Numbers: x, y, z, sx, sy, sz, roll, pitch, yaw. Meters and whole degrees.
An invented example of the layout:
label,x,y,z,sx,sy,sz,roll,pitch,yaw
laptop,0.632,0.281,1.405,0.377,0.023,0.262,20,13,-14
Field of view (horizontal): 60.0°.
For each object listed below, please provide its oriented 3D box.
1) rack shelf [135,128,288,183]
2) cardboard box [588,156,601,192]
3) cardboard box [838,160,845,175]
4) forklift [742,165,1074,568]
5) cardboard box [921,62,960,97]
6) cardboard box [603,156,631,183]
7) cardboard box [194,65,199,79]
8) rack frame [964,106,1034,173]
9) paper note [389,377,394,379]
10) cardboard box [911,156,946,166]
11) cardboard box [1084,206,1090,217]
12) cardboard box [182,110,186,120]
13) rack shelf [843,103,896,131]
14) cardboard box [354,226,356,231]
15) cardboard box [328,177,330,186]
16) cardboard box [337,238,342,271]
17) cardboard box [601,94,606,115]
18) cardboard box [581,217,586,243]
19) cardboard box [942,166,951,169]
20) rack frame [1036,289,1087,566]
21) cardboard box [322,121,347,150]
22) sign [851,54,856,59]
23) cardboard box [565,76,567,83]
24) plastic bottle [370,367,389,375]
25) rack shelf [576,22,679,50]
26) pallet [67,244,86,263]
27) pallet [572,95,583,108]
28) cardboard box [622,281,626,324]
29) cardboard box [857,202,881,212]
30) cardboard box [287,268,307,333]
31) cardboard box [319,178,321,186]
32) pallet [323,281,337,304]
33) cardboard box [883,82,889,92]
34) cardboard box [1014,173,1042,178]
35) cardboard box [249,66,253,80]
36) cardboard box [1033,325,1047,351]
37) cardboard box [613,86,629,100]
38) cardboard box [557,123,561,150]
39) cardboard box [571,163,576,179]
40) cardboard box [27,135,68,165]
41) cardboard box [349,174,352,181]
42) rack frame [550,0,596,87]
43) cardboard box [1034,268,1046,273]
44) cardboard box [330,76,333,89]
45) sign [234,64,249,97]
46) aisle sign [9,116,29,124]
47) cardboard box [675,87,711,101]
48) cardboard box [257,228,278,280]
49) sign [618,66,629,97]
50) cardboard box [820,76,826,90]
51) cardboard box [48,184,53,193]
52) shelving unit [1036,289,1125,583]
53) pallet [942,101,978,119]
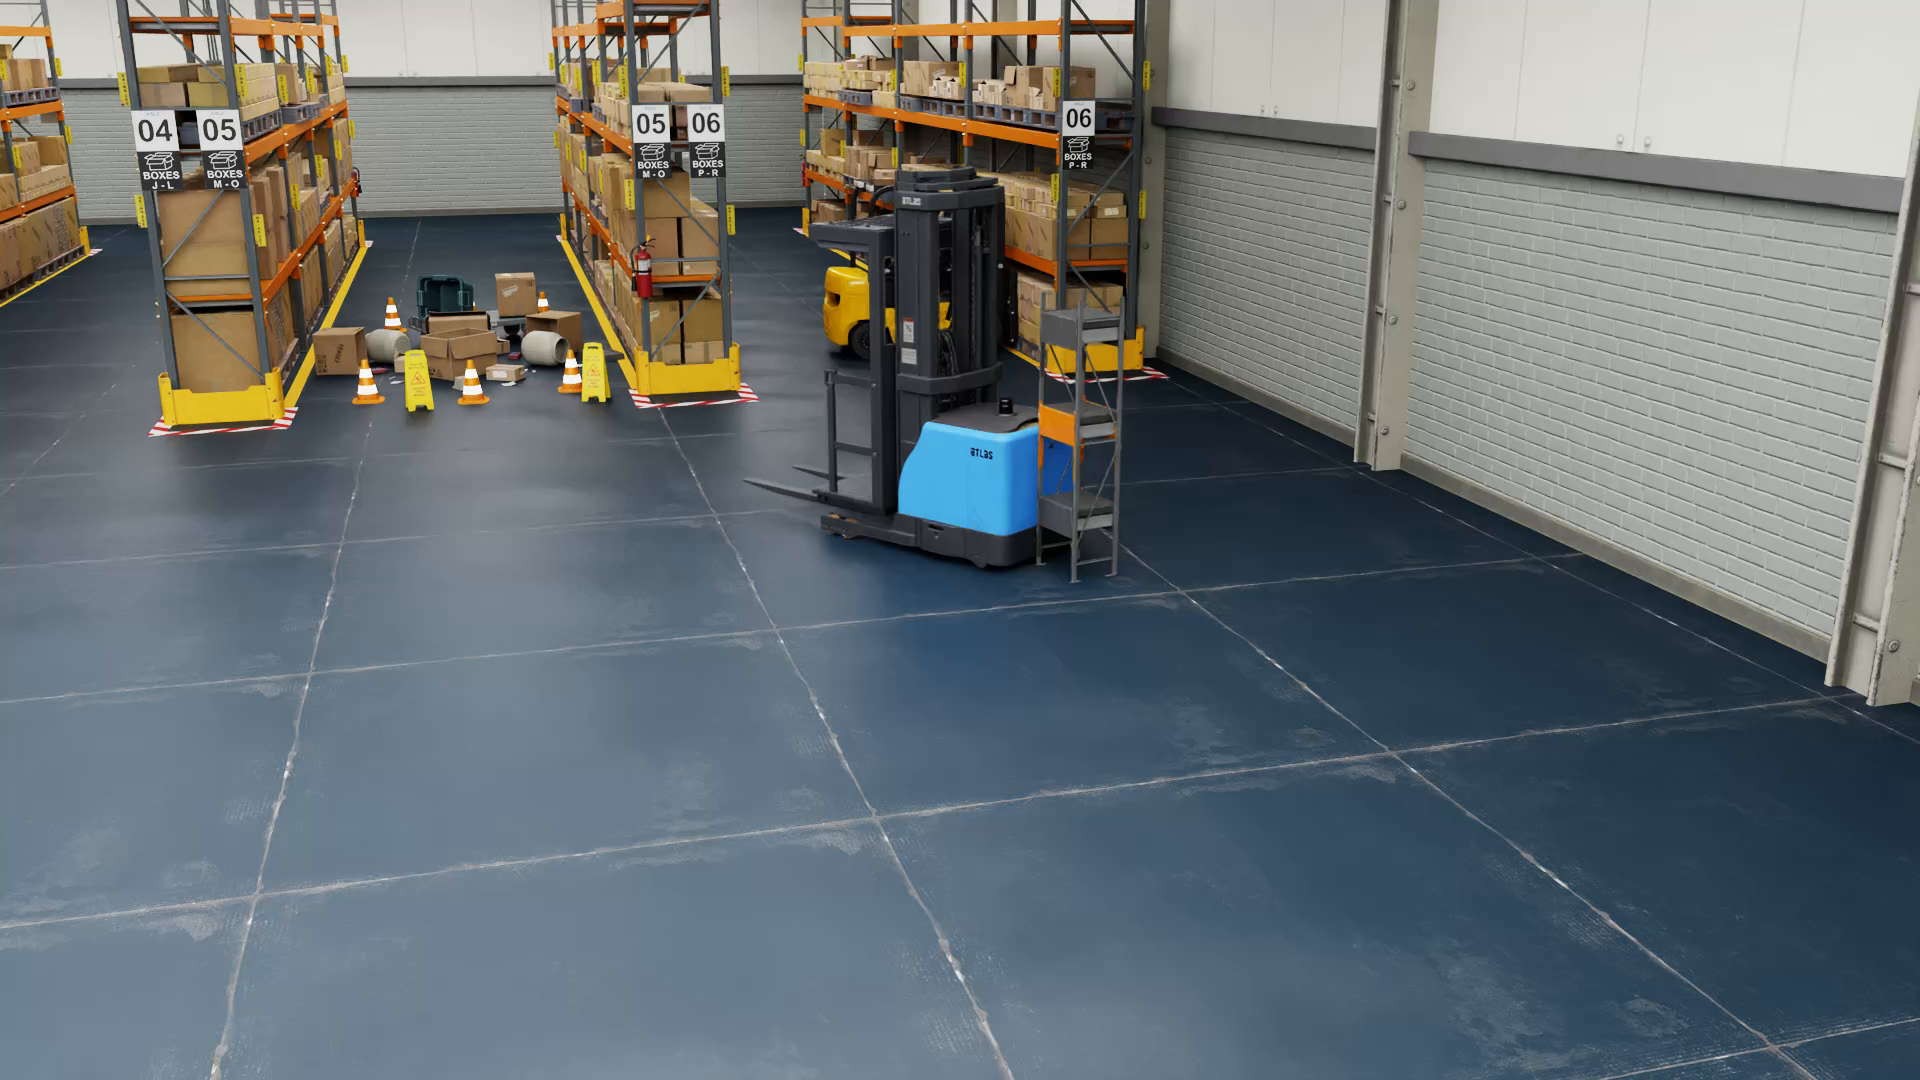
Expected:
label,x,y,z,sx,sy,sz,roll,pitch,yaw
rack shelf,-8.396,-4.381,18.860,1.077,0.370,4.000,-5,17,-15
cardboard box,-5.412,-5.617,25.516,0.500,0.500,0.500,-5,17,-17
cardboard box,-2.016,-7.060,31.485,0.500,0.250,0.500,-4,17,-14
forklift,-0.511,-1.516,13.404,3.031,2.935,1.130,13,21,37
cardboard box,-0.297,-6.994,25.229,0.500,0.500,0.500,-4,17,-14
cardboard box,-4.182,-4.649,21.286,0.700,0.500,0.500,-5,17,-15
cardboard box,-8.754,-5.241,18.619,0.380,0.149,0.250,-5,17,-16
rack frame,0.557,-4.655,23.735,1.000,3.000,0.127,-5,17,-15
paper note,-6.795,-1.941,19.898,0.032,0.001,0.123,4,17,13
cardboard box,-0.533,-6.165,27.859,0.500,0.500,0.500,-4,17,-13
cardboard box,1.684,-4.085,20.535,0.380,0.149,0.250,-5,17,-15
cardboard box,-8.403,-4.507,17.561,0.380,0.149,0.250,-4,17,-14
rack shelf,-1.092,-7.407,28.932,1.077,0.370,4.000,-5,17,-15
cardboard box,-11.824,-6.016,31.975,0.380,0.149,0.250,-5,17,-17
cardboard box,-10.845,-6.042,28.058,0.380,0.149,0.250,-5,17,-17
cardboard box,-10.558,-4.732,27.607,0.500,0.500,0.500,-5,17,-17
cardboard box,-4.356,-5.625,21.495,0.500,0.250,0.500,-5,17,-16
cardboard box,-6.729,-5.878,31.531,0.875,0.438,0.875,-5,17,-17
cardboard box,-0.066,-5.906,26.598,0.380,0.149,0.250,-5,17,-15
rack frame,0.765,-0.835,12.577,0.400,2.100,0.015,-9,19,-29
cardboard box,-11.588,-7.441,30.579,0.500,0.500,0.500,-4,17,-12
sign,-2.201,-9.873,34.354,0.100,0.325,0.005,-5,17,-15
cardboard box,-6.612,-7.882,28.766,0.396,0.266,0.258,-5,17,-16
plastic bottle,-7.083,-2.049,20.169,0.283,0.061,0.133,-12,20,-34
rack shelf,-4.764,-7.152,23.565,1.077,0.370,4.000,-5,17,-15
pallet,-16.745,-5.247,30.553,1.003,0.211,1.213,-5,17,-15
pallet,-5.852,-7.197,27.312,1.003,0.211,1.213,-4,17,-13
cardboard box,-4.012,-3.030,21.070,0.500,0.500,0.500,-4,17,-12
cardboard box,-1.681,-6.137,30.638,0.380,0.149,0.250,-6,18,-18
cardboard box,-9.203,-3.131,21.840,1.050,0.750,0.750,-5,17,-16
cardboard box,-10.340,-5.678,26.329,0.380,0.149,0.250,-5,17,-16
pallet,-10.258,-3.829,25.834,1.003,0.211,1.213,-5,17,-15
cardboard box,-1.081,-7.609,27.924,0.380,0.149,0.250,-5,17,-15
cardboard box,0.965,-5.019,23.128,0.380,0.149,0.250,-5,17,-17
cardboard box,-7.911,-5.082,18.088,0.380,0.149,0.250,-5,17,-16
cardboard box,1.224,-2.538,20.736,0.500,0.250,0.500,-5,17,-15
cardboard box,-3.945,-5.345,19.869,0.380,0.149,0.250,-4,17,-14
cardboard box,-7.654,-7.952,32.800,0.500,0.500,0.500,-5,17,-16
cardboard box,-6.563,-6.498,29.262,0.500,0.250,0.500,-5,17,-17
cardboard box,-16.654,-7.113,30.358,0.500,0.500,0.500,-4,17,-15
cardboard box,-11.882,-6.973,31.890,0.380,0.149,0.250,-5,17,-15
rack frame,-7.512,-10.454,32.612,1.000,3.000,0.127,-5,17,-15
cardboard box,1.304,-3.479,22.131,0.500,0.250,0.500,-5,17,-16
cardboard box,-11.178,-7.950,28.881,0.500,0.250,0.500,-5,17,-15
sign,-7.311,-4.671,16.918,0.100,0.325,0.005,-5,17,-15
aisle sign,-17.349,-8.039,30.480,0.394,0.787,0.004,-5,17,-15
cardboard box,-3.108,-5.186,19.338,0.380,0.149,0.250,-5,17,-15
cardboard box,-8.197,-3.222,18.703,0.875,0.550,0.550,-5,17,-15
sign,-3.654,-4.977,18.055,0.100,0.325,0.005,-5,17,-15
cardboard box,-2.429,-8.914,32.444,0.500,0.250,0.500,-5,17,-16
cardboard box,-16.206,-6.182,29.254,0.380,0.149,0.250,-4,17,-14
shelving unit,0.888,-0.775,12.375,0.431,2.100,0.503,-9,19,-29
pallet,0.303,-6.243,24.140,0.805,0.209,1.217,-5,18,-17
